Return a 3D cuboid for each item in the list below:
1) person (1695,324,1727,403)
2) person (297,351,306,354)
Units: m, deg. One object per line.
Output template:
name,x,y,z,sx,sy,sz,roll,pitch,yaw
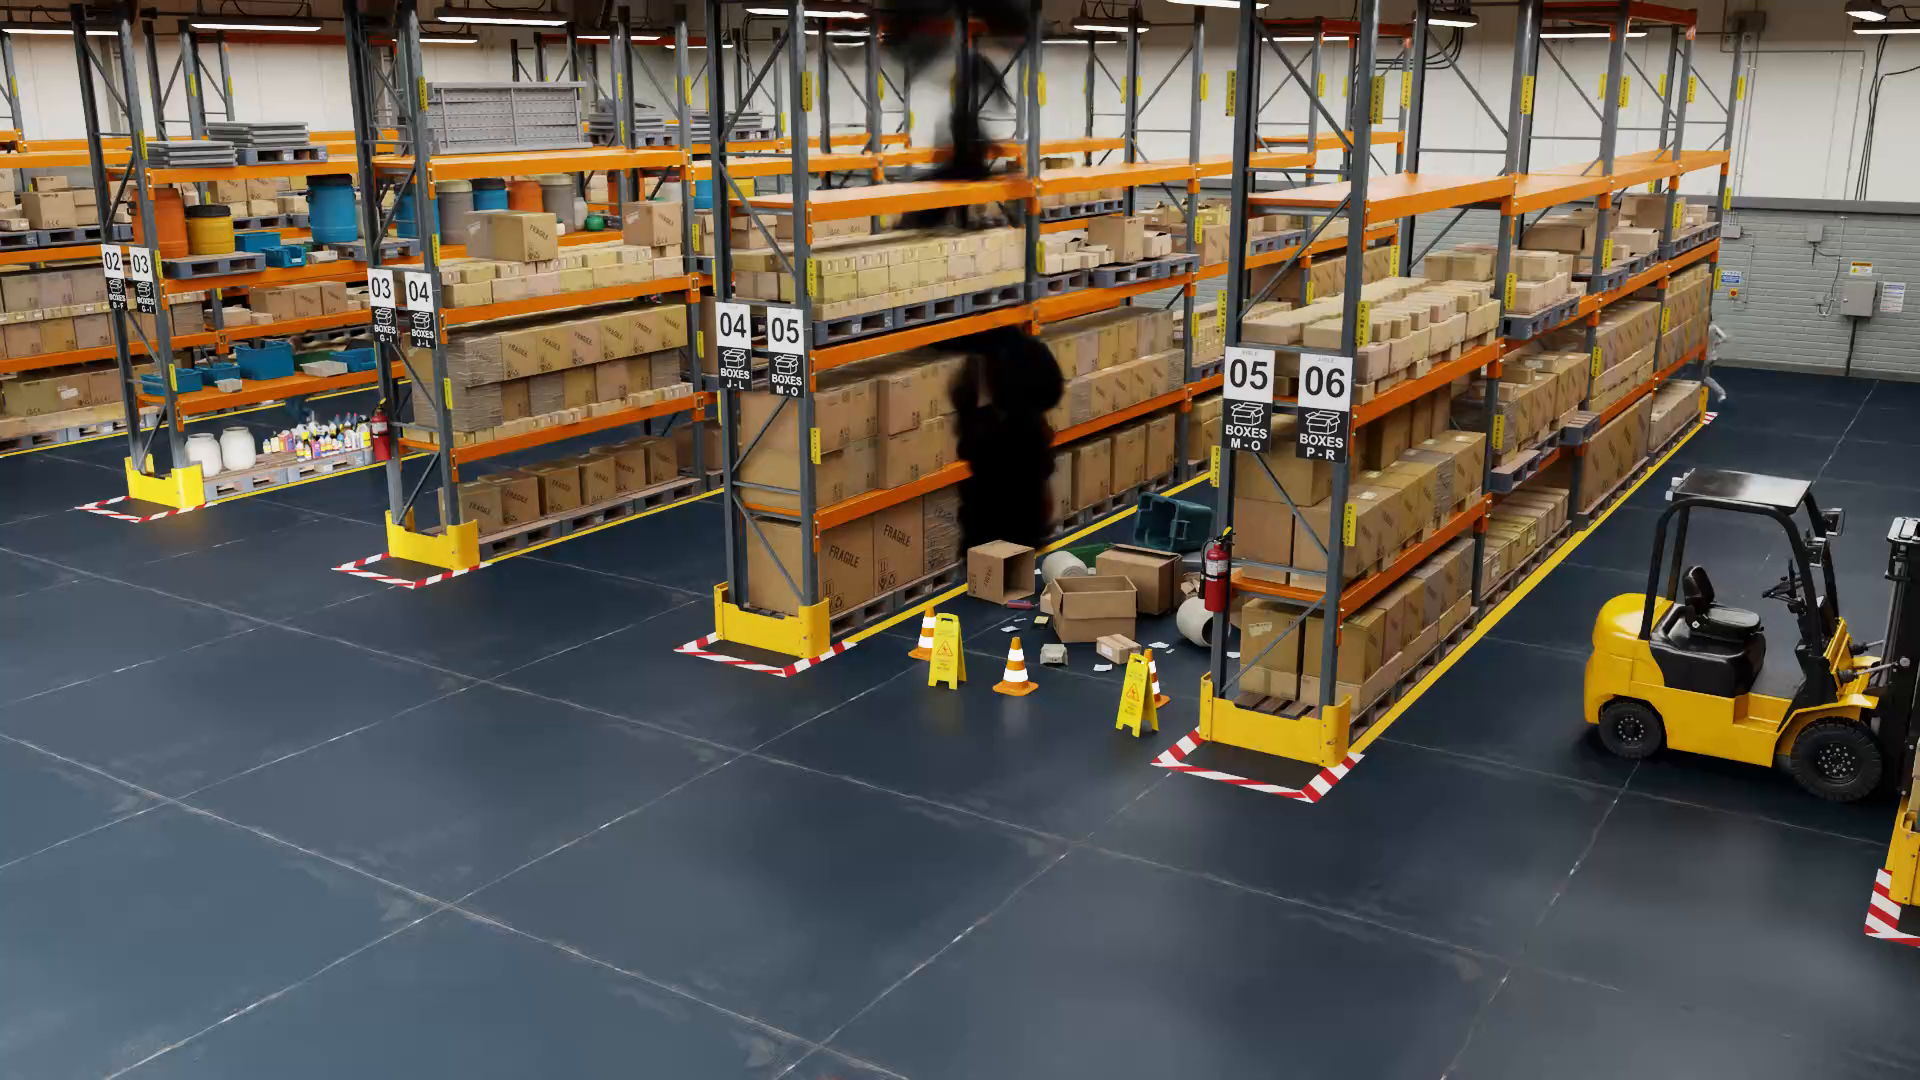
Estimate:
person,12.051,-2.830,26.926,0.620,1.344,0.743,-7,17,-22
person,-9.667,-2.466,24.220,0.537,0.586,0.299,6,17,21
